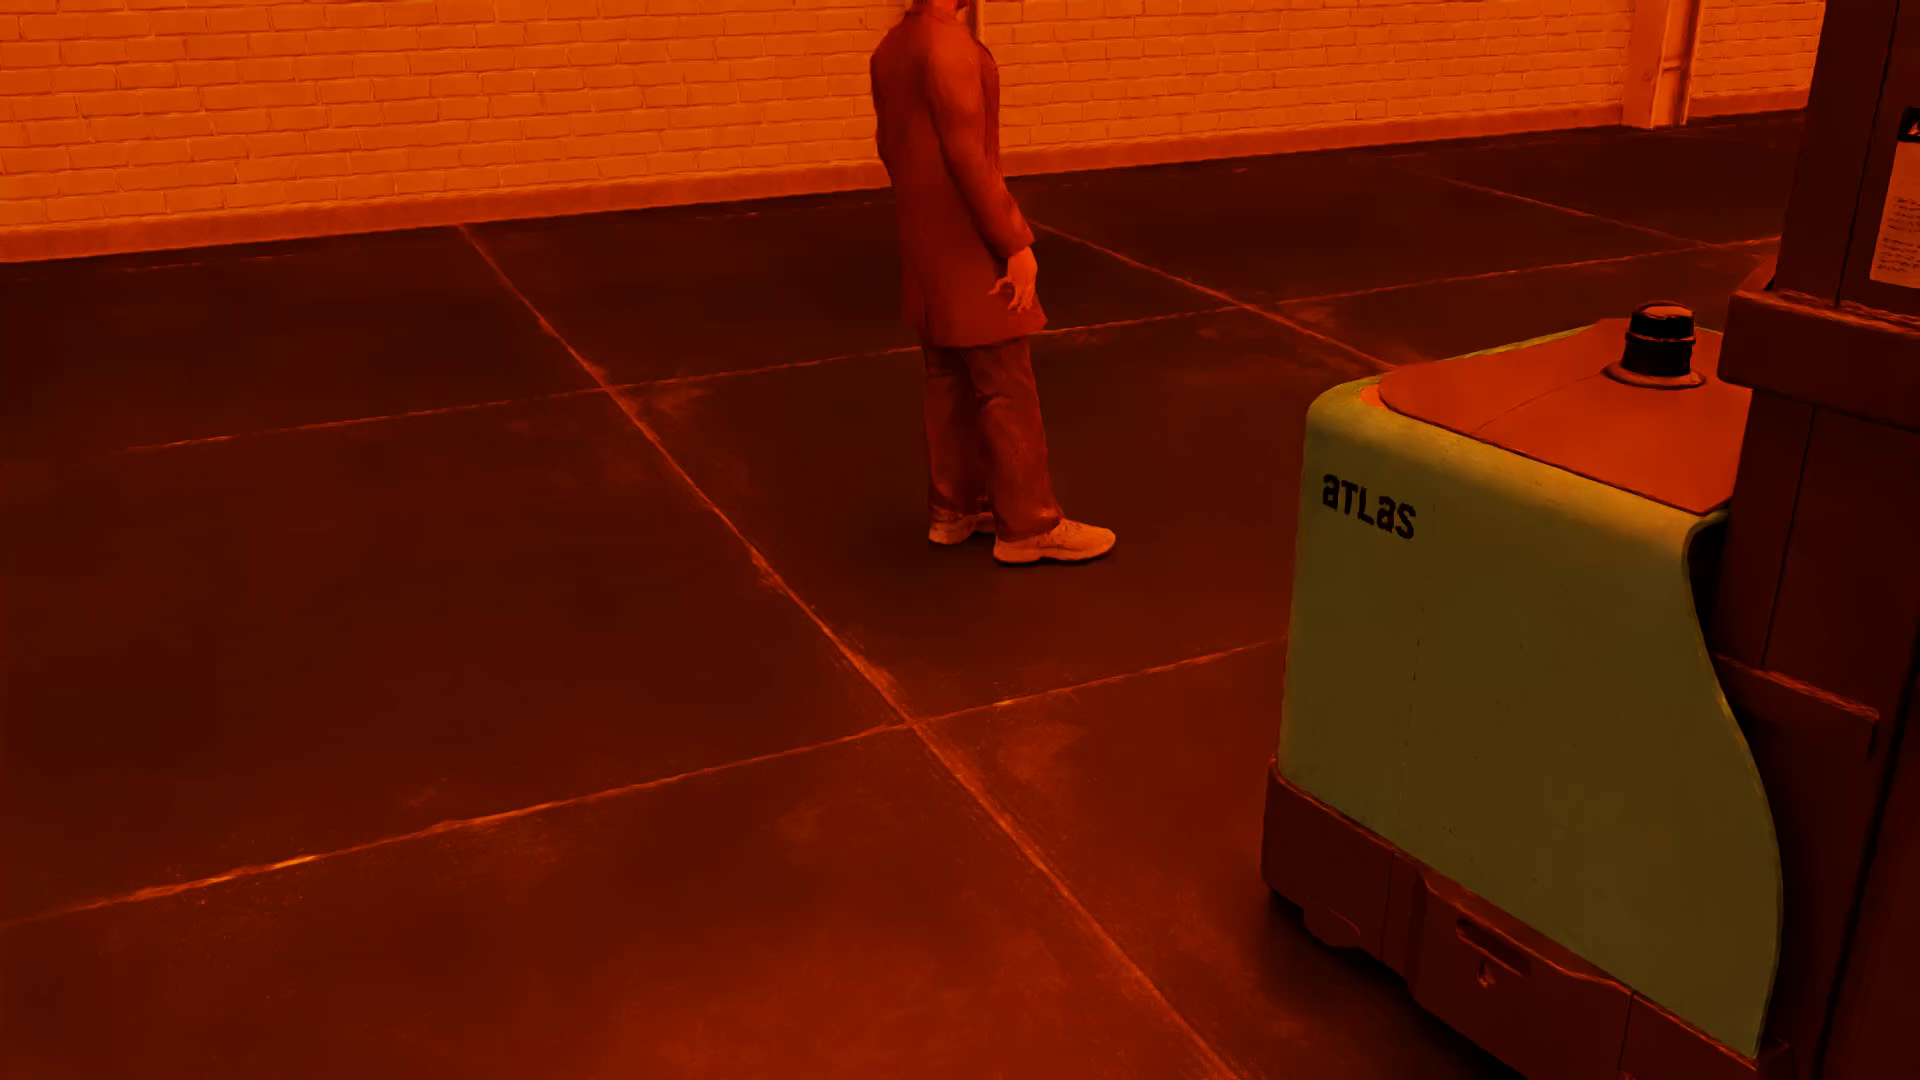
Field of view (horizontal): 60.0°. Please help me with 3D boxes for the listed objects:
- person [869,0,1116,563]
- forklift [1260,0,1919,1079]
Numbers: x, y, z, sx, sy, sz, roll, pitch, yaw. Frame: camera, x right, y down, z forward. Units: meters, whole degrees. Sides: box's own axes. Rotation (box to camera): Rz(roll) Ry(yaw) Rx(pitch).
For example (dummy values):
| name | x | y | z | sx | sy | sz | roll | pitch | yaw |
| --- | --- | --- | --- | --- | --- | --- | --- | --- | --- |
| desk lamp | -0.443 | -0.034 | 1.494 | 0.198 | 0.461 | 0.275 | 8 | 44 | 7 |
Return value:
| name | x | y | z | sx | sy | sz | roll | pitch | yaw |
| --- | --- | --- | --- | --- | --- | --- | --- | --- | --- |
| person | 0.085 | -0.841 | 4.795 | 0.580 | 1.776 | 0.694 | -10 | 25 | -23 |
| forklift | 1.844 | -0.266 | 1.927 | 1.130 | 2.935 | 3.031 | -15 | 27 | -31 |
